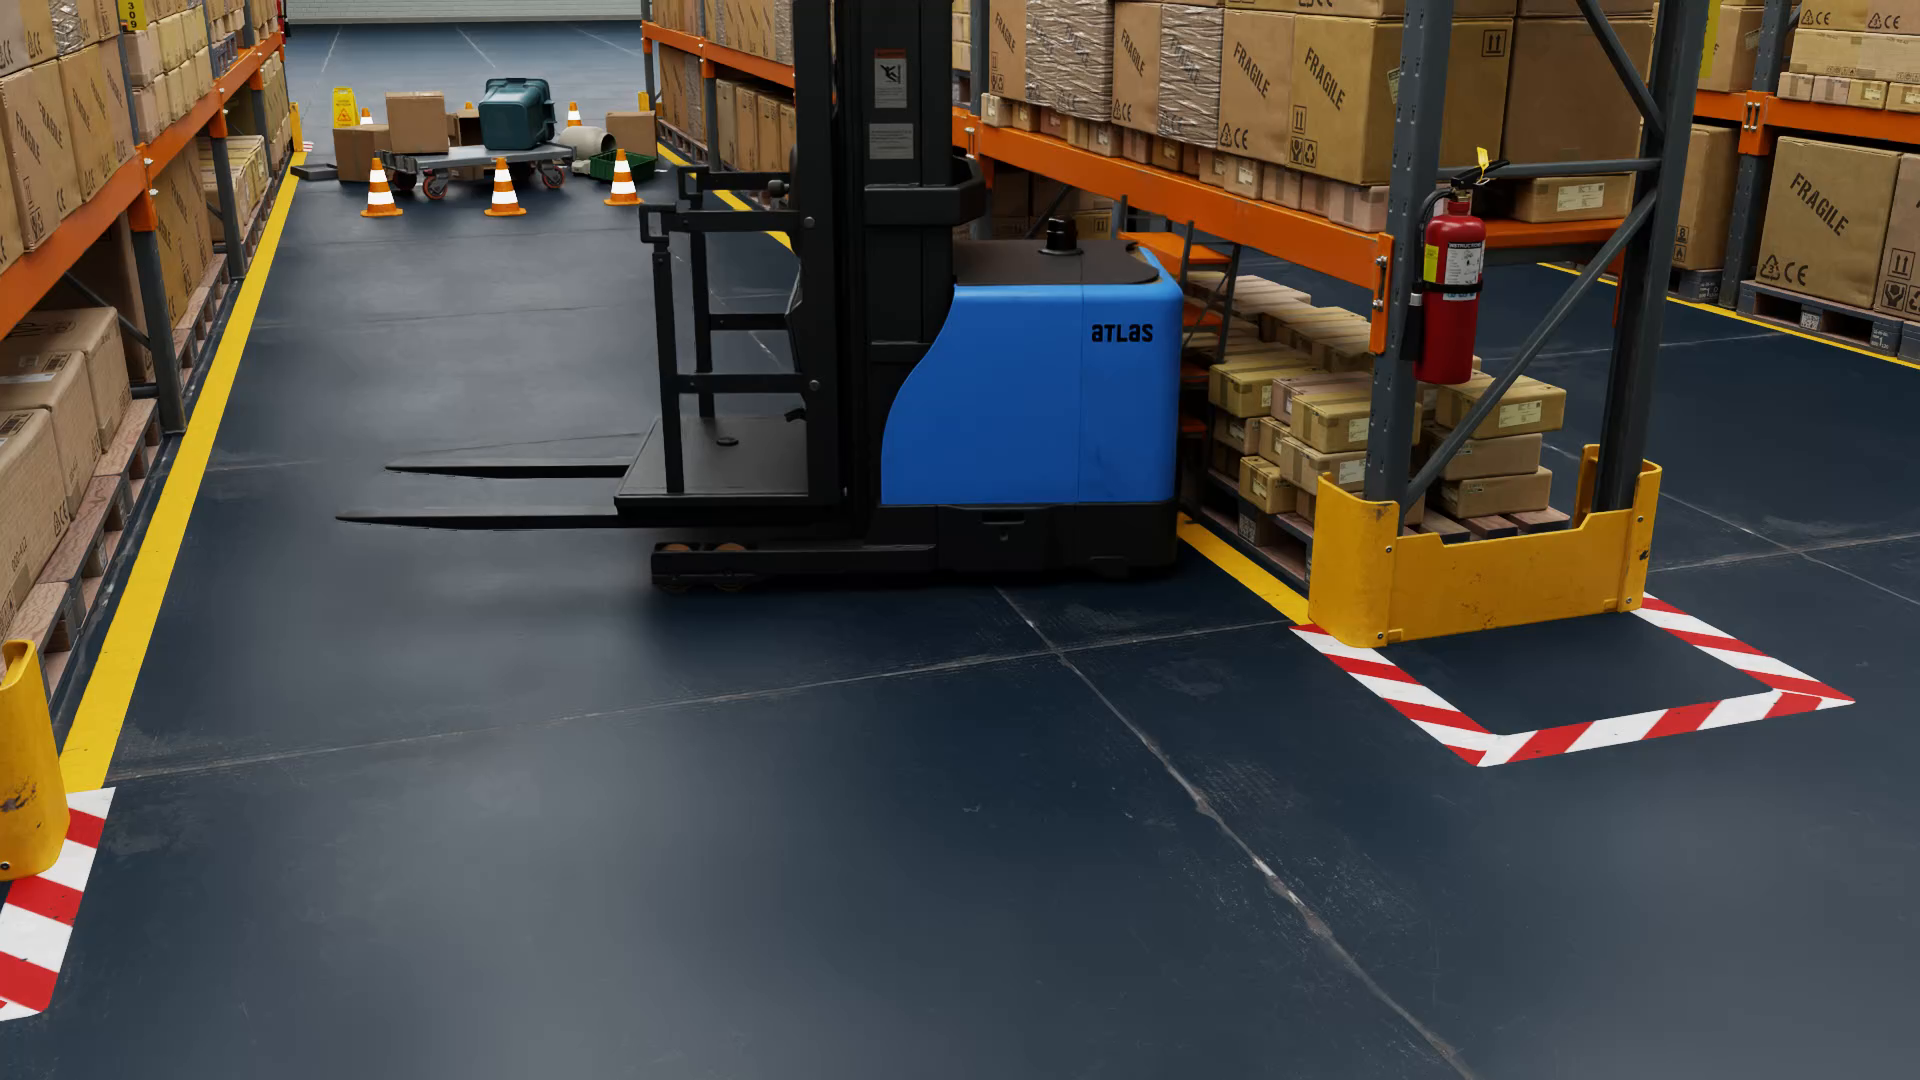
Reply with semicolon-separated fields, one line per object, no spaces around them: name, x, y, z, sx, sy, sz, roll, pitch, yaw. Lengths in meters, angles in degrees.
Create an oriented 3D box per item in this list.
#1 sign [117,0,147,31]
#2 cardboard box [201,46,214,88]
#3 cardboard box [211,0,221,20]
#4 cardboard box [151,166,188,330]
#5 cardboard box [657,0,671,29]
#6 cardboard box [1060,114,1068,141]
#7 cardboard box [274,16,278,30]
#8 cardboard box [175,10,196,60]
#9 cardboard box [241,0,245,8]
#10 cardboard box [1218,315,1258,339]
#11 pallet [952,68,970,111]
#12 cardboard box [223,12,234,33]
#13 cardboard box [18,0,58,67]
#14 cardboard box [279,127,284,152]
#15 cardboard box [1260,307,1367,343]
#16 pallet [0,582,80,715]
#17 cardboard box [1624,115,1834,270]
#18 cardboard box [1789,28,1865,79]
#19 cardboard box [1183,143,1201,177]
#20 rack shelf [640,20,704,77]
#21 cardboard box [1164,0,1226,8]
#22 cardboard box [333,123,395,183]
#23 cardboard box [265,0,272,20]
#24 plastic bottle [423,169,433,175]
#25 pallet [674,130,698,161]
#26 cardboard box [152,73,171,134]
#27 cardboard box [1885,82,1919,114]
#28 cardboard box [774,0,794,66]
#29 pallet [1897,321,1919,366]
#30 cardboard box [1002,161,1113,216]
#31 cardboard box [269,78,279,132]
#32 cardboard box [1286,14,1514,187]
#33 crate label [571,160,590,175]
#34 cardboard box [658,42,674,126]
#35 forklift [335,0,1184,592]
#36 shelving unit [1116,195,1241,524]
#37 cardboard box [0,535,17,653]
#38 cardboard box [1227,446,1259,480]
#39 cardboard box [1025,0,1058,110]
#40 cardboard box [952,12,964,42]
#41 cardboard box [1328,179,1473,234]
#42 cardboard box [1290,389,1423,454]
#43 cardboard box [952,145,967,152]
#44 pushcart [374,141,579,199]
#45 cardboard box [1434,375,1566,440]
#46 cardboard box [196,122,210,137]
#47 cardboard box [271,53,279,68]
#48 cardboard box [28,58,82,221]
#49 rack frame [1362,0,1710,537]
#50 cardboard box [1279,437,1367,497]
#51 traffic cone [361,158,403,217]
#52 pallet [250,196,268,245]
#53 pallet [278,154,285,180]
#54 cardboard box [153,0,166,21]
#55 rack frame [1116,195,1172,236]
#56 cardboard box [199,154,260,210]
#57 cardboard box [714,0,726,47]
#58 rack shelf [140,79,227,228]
sign;-3.595;-2.373;7.189;0.100;0.325;0.005;-6;21;-17
cardboard box;-4.973;-2.948;10.407;0.500;0.250;0.500;-7;21;-19
cardboard box;-5.471;-3.873;11.553;0.500;0.500;0.500;-5;20;-14
cardboard box;-4.683;-1.546;8.806;0.875;0.875;0.875;-6;21;-16
cardboard box;-2.815;-5.868;18.093;0.875;0.550;0.550;-6;21;-17
cardboard box;0.690;-1.941;7.754;0.380;0.149;0.250;-7;21;-20
cardboard box;-7.387;-5.435;17.482;0.380;0.149;0.250;-7;21;-18
cardboard box;-4.640;-2.863;9.432;0.500;0.250;0.500;-7;21;-19
cardboard box;-6.272;-4.697;13.848;0.500;0.500;0.500;-7;21;-18
cardboard box;1.034;-0.846;7.049;0.380;0.149;0.250;-7;21;-19
pallet;0.444;-2.598;9.496;1.003;0.211;1.213;-6;21;-17
cardboard box;-5.905;-4.051;13.008;0.380;0.149;0.250;-6;21;-17
cardboard box;-3.240;-1.777;5.299;0.500;0.500;0.500;-6;21;-17
cardboard box;-6.912;-3.898;16.278;0.500;0.250;0.500;-7;21;-18
cardboard box;1.529;-0.904;7.213;0.380;0.149;0.250;-6;21;-16
pallet;-3.189;0.479;4.772;1.003;0.211;1.213;-6;21;-17
cardboard box;5.067;-2.323;10.969;1.225;0.875;0.875;-6;21;-17
cardboard box;5.186;-2.813;9.592;0.500;0.250;0.500;-7;21;-18
cardboard box;1.112;-1.523;6.591;0.380;0.149;0.250;-7;21;-19
rack shelf;-2.597;-5.298;17.794;1.077;0.370;4.000;-6;21;-17
cardboard box;1.092;-2.250;6.178;0.500;0.500;0.500;-5;20;-14
cardboard box;-5.681;-3.750;16.113;0.500;0.500;0.500;8;21;20
cardboard box;-7.154;-5.440;16.537;0.500;0.500;0.500;-6;21;-17
plastic bottle;-5.261;-3.667;16.535;0.133;0.061;0.283;-3;20;-8
pallet;-2.520;-4.327;18.151;1.003;0.211;1.213;-6;21;-17
cardboard box;-4.173;-2.134;8.142;0.500;0.250;0.500;-7;21;-19
cardboard box;5.314;-2.421;9.090;0.380;0.149;0.250;-7;21;-19
cardboard box;-1.107;-3.874;12.617;0.500;0.500;0.500;-6;21;-17
pallet;5.839;-0.965;8.791;1.003;0.211;1.213;-6;21;-17
cardboard box;0.565;-2.067;9.701;0.500;0.250;0.500;-7;21;-20
cardboard box;-6.744;-4.082;15.679;0.500;0.500;0.500;-6;20;-15
cardboard box;1.418;-1.448;5.422;0.500;0.500;0.500;-6;21;-16
crate label;-3.699;-3.692;16.492;0.250;0.136;0.298;12;23;30
cardboard box;-2.950;-5.266;19.161;0.875;0.875;0.875;-6;21;-17
forklift;-0.745;-1.378;5.916;3.031;2.935;1.130;-1;20;-2
shelving unit;0.787;-0.706;6.534;0.258;1.200;0.503;-5;23;-25
cardboard box;-3.166;0.221;4.532;0.875;0.438;0.875;-7;21;-19
cardboard box;1.262;-0.312;6.445;0.380;0.149;0.250;-6;21;-17
cardboard box;0.625;-2.271;7.713;0.500;0.500;0.500;-6;21;-17
cardboard box;0.150;-2.838;9.191;0.380;0.149;0.250;-6;21;-17
cardboard box;1.433;-1.100;5.414;0.380;0.149;0.250;-6;21;-17
cardboard box;1.397;-0.423;5.872;0.380;0.149;0.250;-6;21;-17
cardboard box;-0.256;-2.348;10.484;0.500;0.250;0.500;-7;21;-20
pushcart;-4.487;-3.461;15.493;1.648;0.377;0.936;-15;25;-36
cardboard box;1.961;-0.484;6.043;0.380;0.149;0.250;-7;21;-20
cardboard box;-7.076;-3.854;15.047;0.500;0.500;0.500;-7;21;-18
cardboard box;-7.138;-4.861;16.889;0.380;0.149;0.250;-6;21;-16
cardboard box;-3.244;-1.301;5.452;0.500;0.500;0.500;-6;21;-15
rack frame;1.804;-1.144;5.164;1.000;3.000;0.127;-6;21;-17
cardboard box;1.367;-0.279;5.912;0.380;0.149;0.250;-7;21;-19
traffic cone;-4.917;-2.993;14.066;0.336;0.463;0.334;-6;21;-17
pallet;-6.002;-2.482;13.015;1.003;0.211;1.213;-6;21;-17
pallet;-7.267;-3.728;16.483;1.003;0.211;1.213;-6;21;-17
cardboard box;-4.328;-2.880;8.371;0.500;0.500;0.500;-7;21;-19
rack frame;0.685;-0.795;6.737;0.240;1.200;0.015;-5;23;-25
cardboard box;-6.019;-2.776;12.974;0.950;0.372;0.625;-6;21;-15
cardboard box;-1.899;-4.683;14.868;0.500;0.500;0.500;-6;21;-17
rack shelf;-4.750;-2.172;9.092;1.077;0.370;4.000;-6;21;-17
